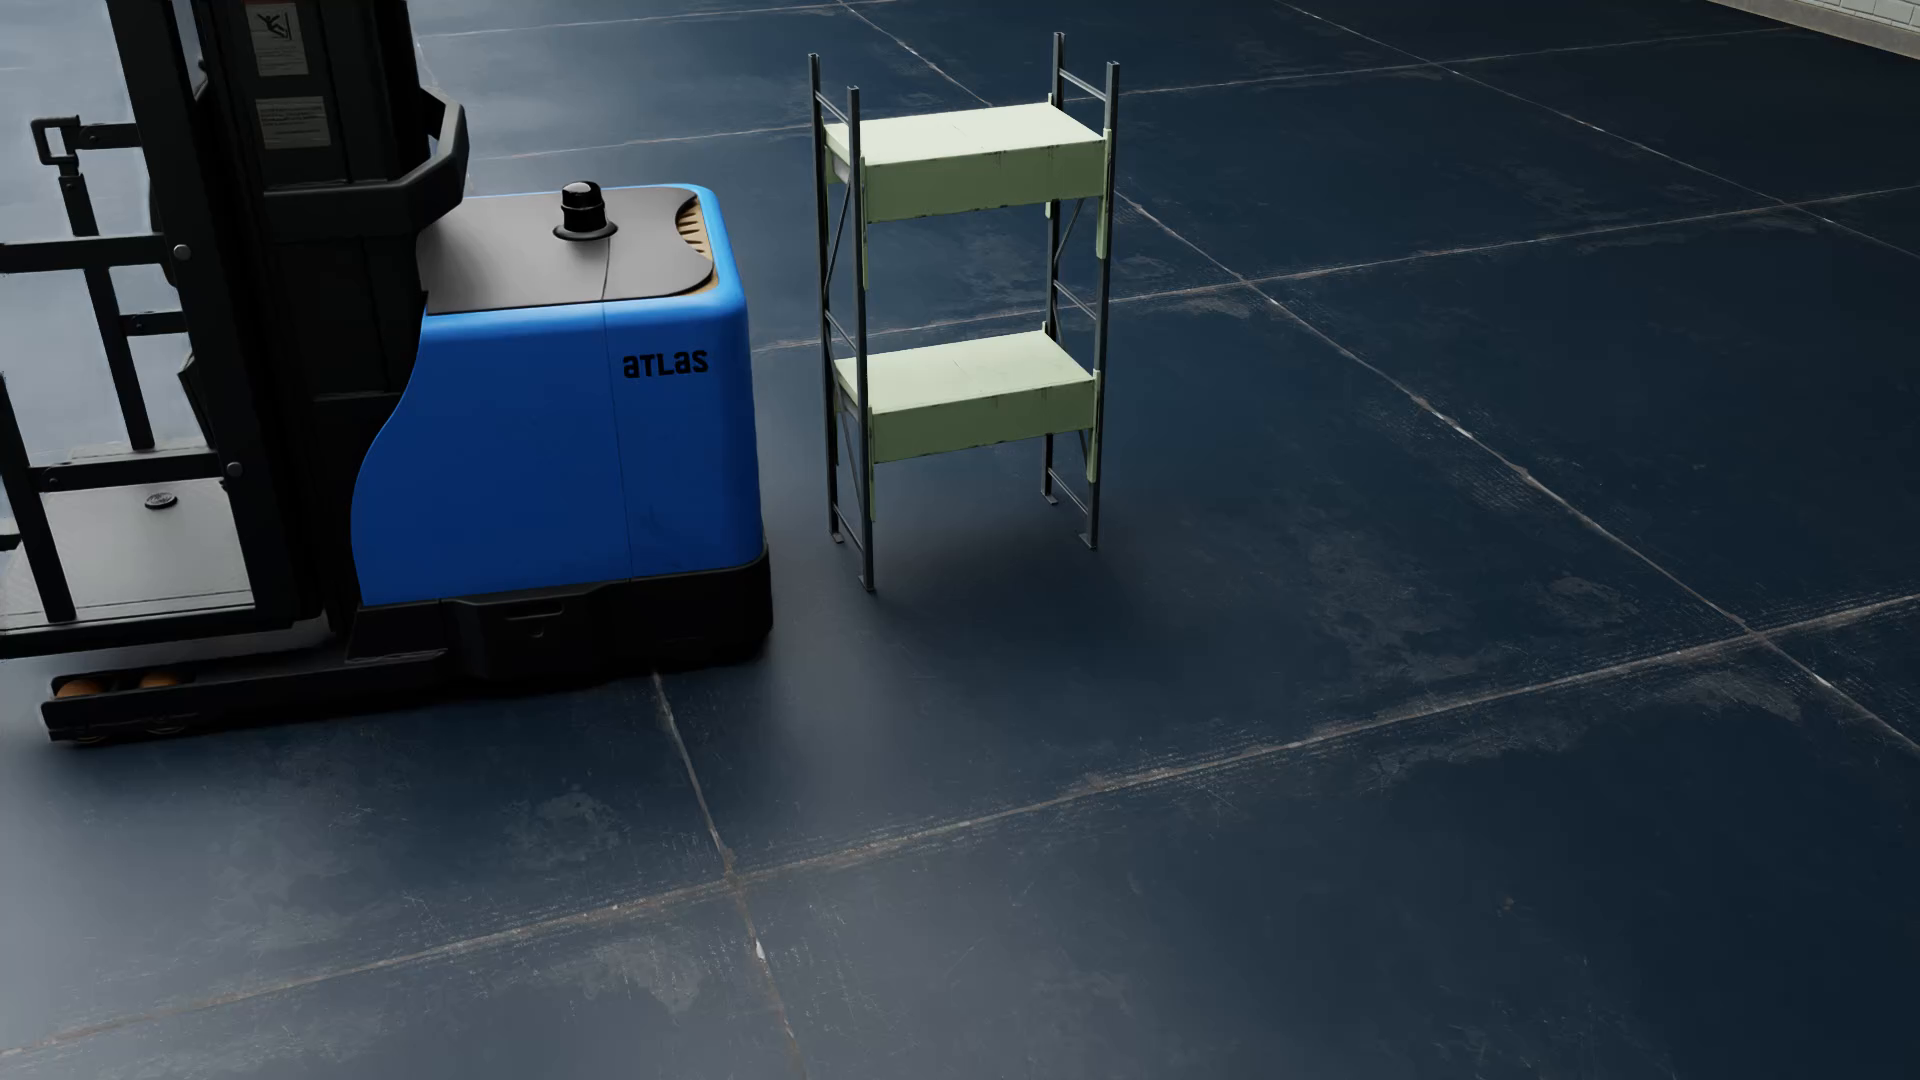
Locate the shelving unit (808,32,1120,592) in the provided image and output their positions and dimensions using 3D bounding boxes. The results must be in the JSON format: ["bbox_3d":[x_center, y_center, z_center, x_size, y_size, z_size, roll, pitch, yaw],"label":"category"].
[{"bbox_3d":[0.006,-0.653,4.881,0.755,1.500,0.431,-10,31,-18],"label":"shelving unit"}]

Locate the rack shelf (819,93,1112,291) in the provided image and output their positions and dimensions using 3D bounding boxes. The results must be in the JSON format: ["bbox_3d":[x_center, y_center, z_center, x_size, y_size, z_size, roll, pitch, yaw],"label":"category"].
[{"bbox_3d":[0.006,-0.992,4.688,0.720,0.370,0.431,-10,31,-18],"label":"rack shelf"}]

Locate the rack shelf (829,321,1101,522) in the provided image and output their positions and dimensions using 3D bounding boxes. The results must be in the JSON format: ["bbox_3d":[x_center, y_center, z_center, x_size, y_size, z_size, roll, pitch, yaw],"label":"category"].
[{"bbox_3d":[0.006,-0.370,5.042,0.720,0.370,0.431,-10,31,-18],"label":"rack shelf"}]

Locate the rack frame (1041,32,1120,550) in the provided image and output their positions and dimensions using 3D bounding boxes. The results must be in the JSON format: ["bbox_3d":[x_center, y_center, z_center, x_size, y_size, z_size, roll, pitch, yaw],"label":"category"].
[{"bbox_3d":[0.349,-0.716,4.992,0.023,1.500,0.400,-10,31,-18],"label":"rack frame"}]

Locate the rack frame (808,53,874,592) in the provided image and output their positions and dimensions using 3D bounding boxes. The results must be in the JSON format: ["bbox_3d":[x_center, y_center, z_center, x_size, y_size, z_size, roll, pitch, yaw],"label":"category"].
[{"bbox_3d":[-0.337,-0.590,4.770,0.023,1.500,0.400,-10,31,-18],"label":"rack frame"}]

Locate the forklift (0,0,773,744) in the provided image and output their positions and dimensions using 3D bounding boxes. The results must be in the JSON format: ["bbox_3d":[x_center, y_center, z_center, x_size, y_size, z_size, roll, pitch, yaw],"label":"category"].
[{"bbox_3d":[-2.099,-1.030,4.097,3.031,2.935,1.130,-6,30,-11],"label":"forklift"}]
